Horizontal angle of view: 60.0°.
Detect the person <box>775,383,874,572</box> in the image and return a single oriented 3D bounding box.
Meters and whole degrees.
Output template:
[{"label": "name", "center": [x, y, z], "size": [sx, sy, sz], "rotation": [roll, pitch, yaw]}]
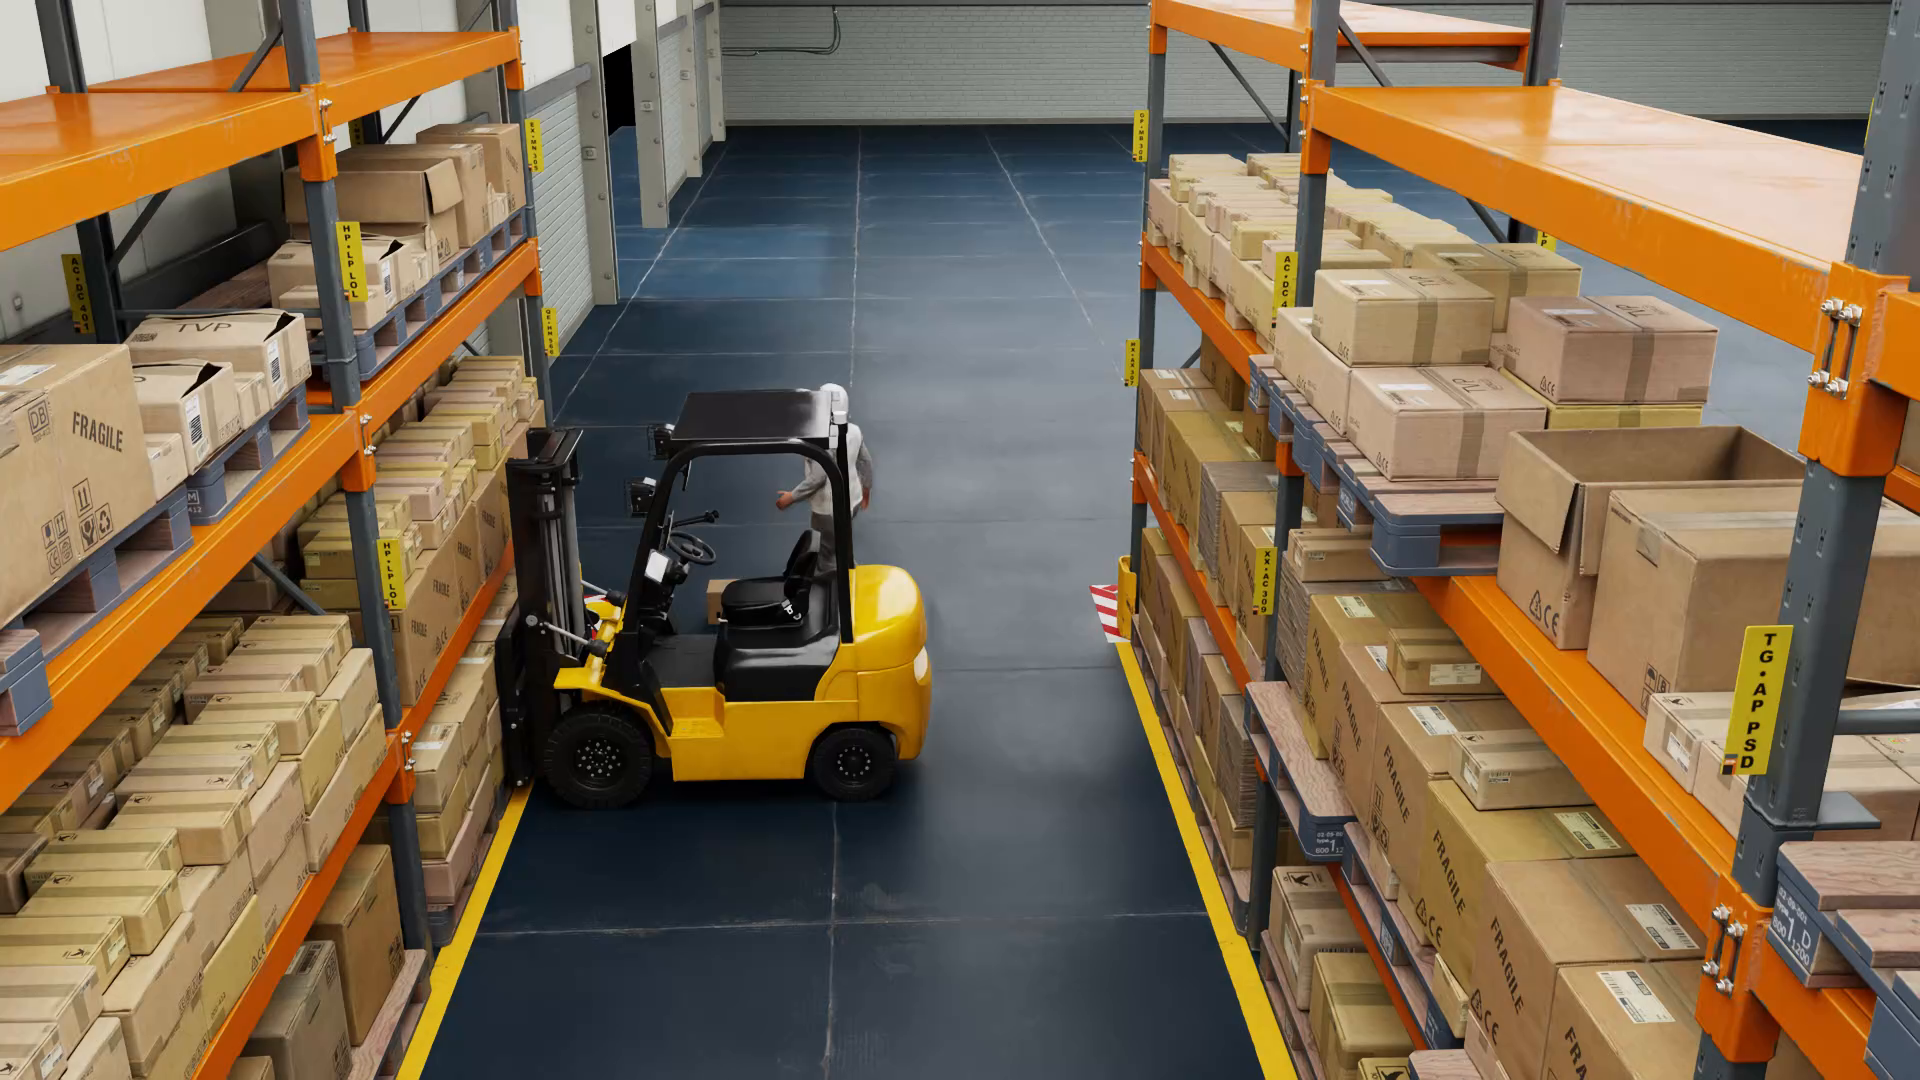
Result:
[{"label": "person", "center": [-0.957, -0.259, 11.834], "size": [0.529, 1.789, 0.697], "rotation": [8, 22, 20]}]
